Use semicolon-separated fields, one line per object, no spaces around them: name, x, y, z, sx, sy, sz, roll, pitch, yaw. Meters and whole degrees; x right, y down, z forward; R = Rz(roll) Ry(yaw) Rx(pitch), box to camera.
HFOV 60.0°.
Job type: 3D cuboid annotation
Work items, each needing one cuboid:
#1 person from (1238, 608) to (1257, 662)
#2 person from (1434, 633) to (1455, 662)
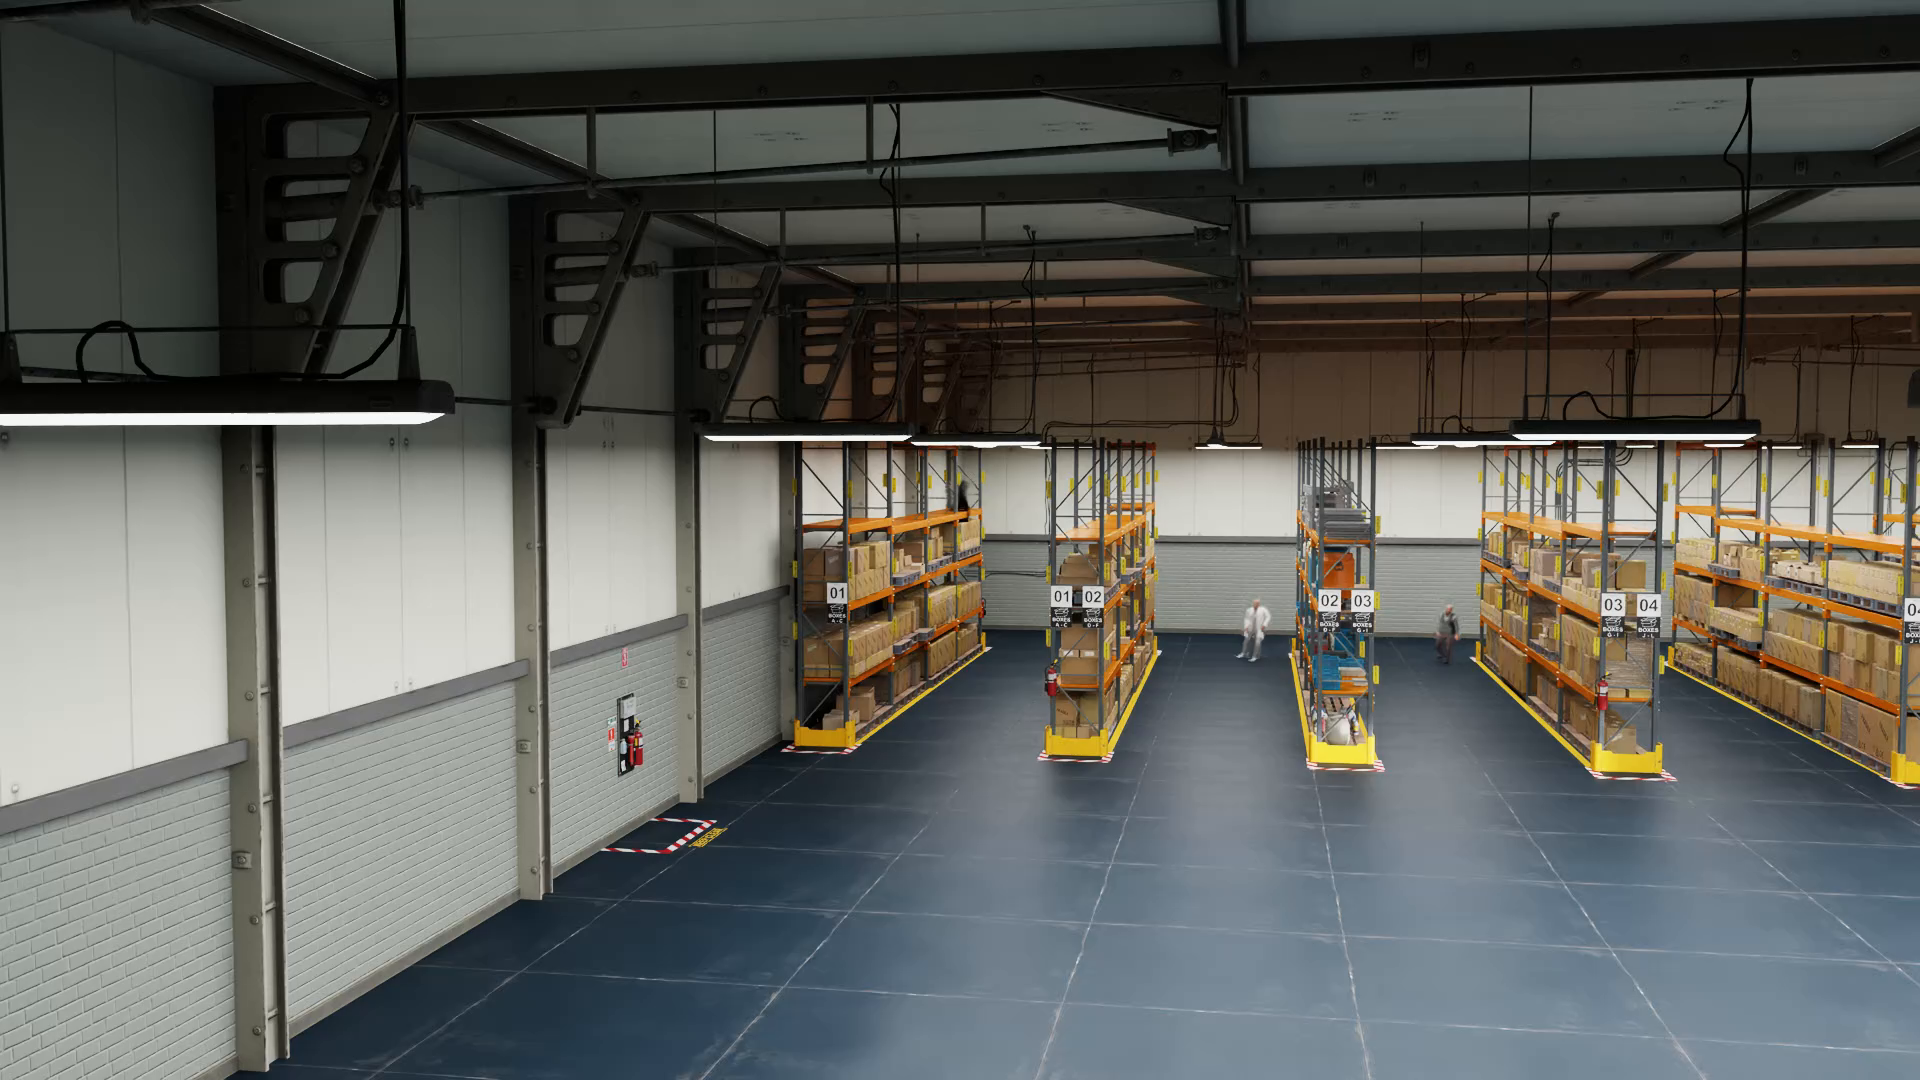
person;7.934;2.572;45.732;0.628;1.498;0.656;1;3;25
person;13.104;2.821;44.839;0.518;0.924;0.479;2;4;40
